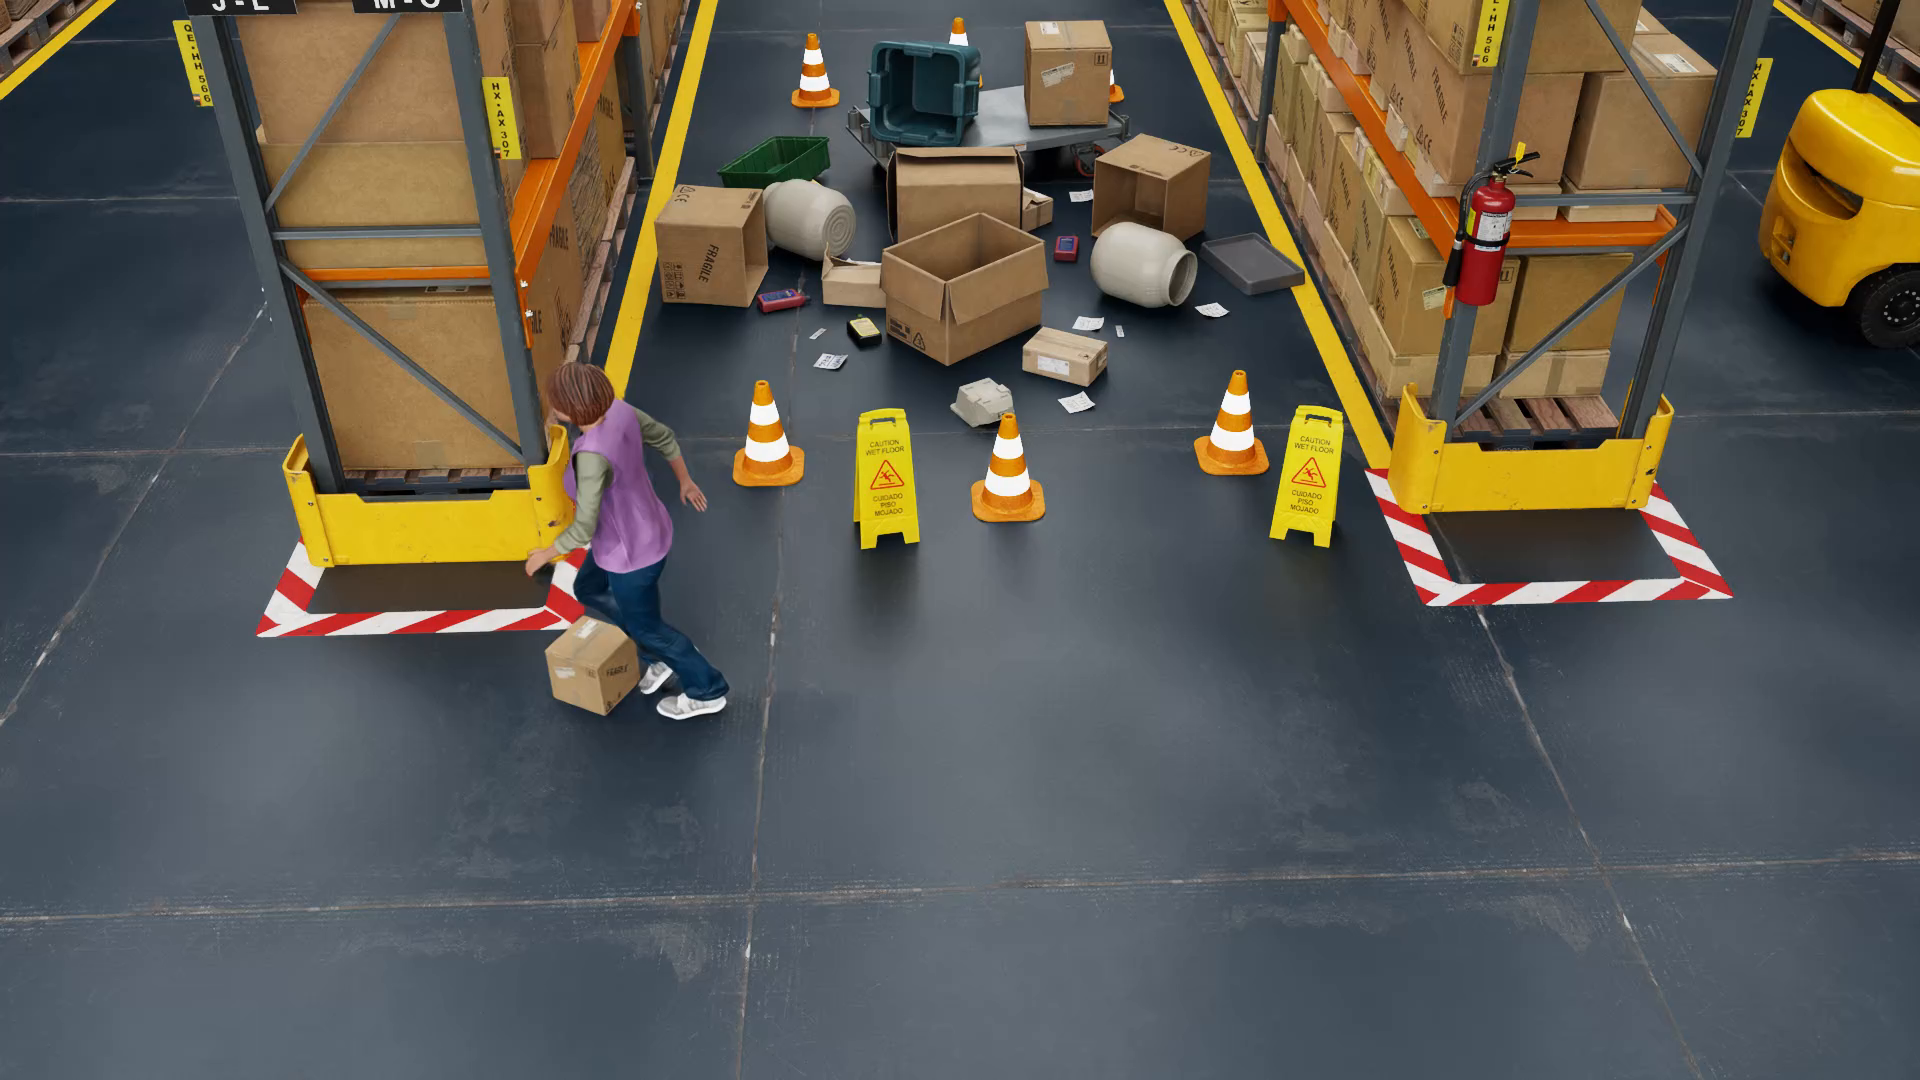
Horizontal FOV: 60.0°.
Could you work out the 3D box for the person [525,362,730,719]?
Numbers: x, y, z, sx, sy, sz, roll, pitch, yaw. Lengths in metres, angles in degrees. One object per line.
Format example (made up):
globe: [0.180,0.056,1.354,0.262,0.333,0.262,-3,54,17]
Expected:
person: [-1.242,0.013,6.167,0.674,1.550,0.578,1,36,1]
